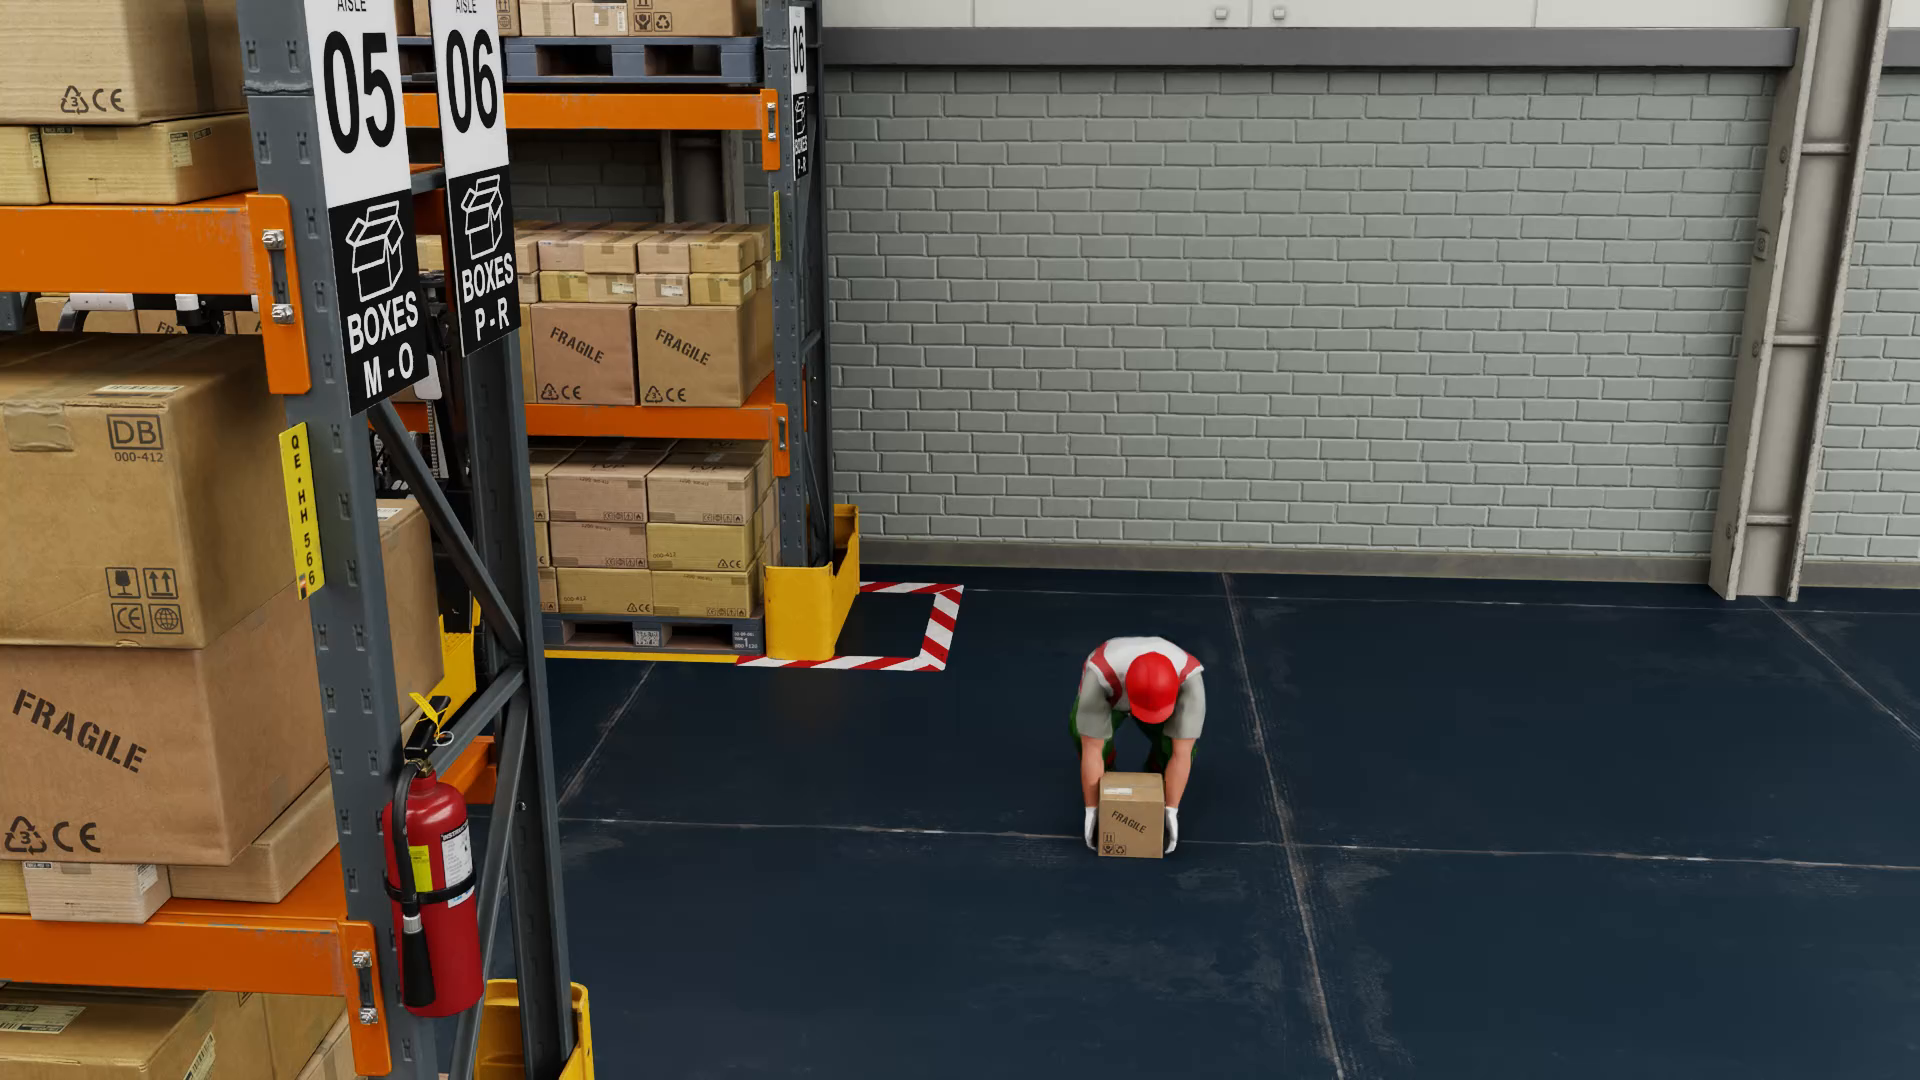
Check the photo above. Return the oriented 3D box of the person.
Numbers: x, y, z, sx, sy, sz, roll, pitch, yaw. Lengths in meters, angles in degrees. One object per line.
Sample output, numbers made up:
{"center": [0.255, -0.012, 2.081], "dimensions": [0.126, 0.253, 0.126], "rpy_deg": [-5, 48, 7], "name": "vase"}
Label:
{"center": [0.718, 0.749, 6.812], "dimensions": [0.547, 0.879, 0.901], "rpy_deg": [1, 17, 4], "name": "person"}
